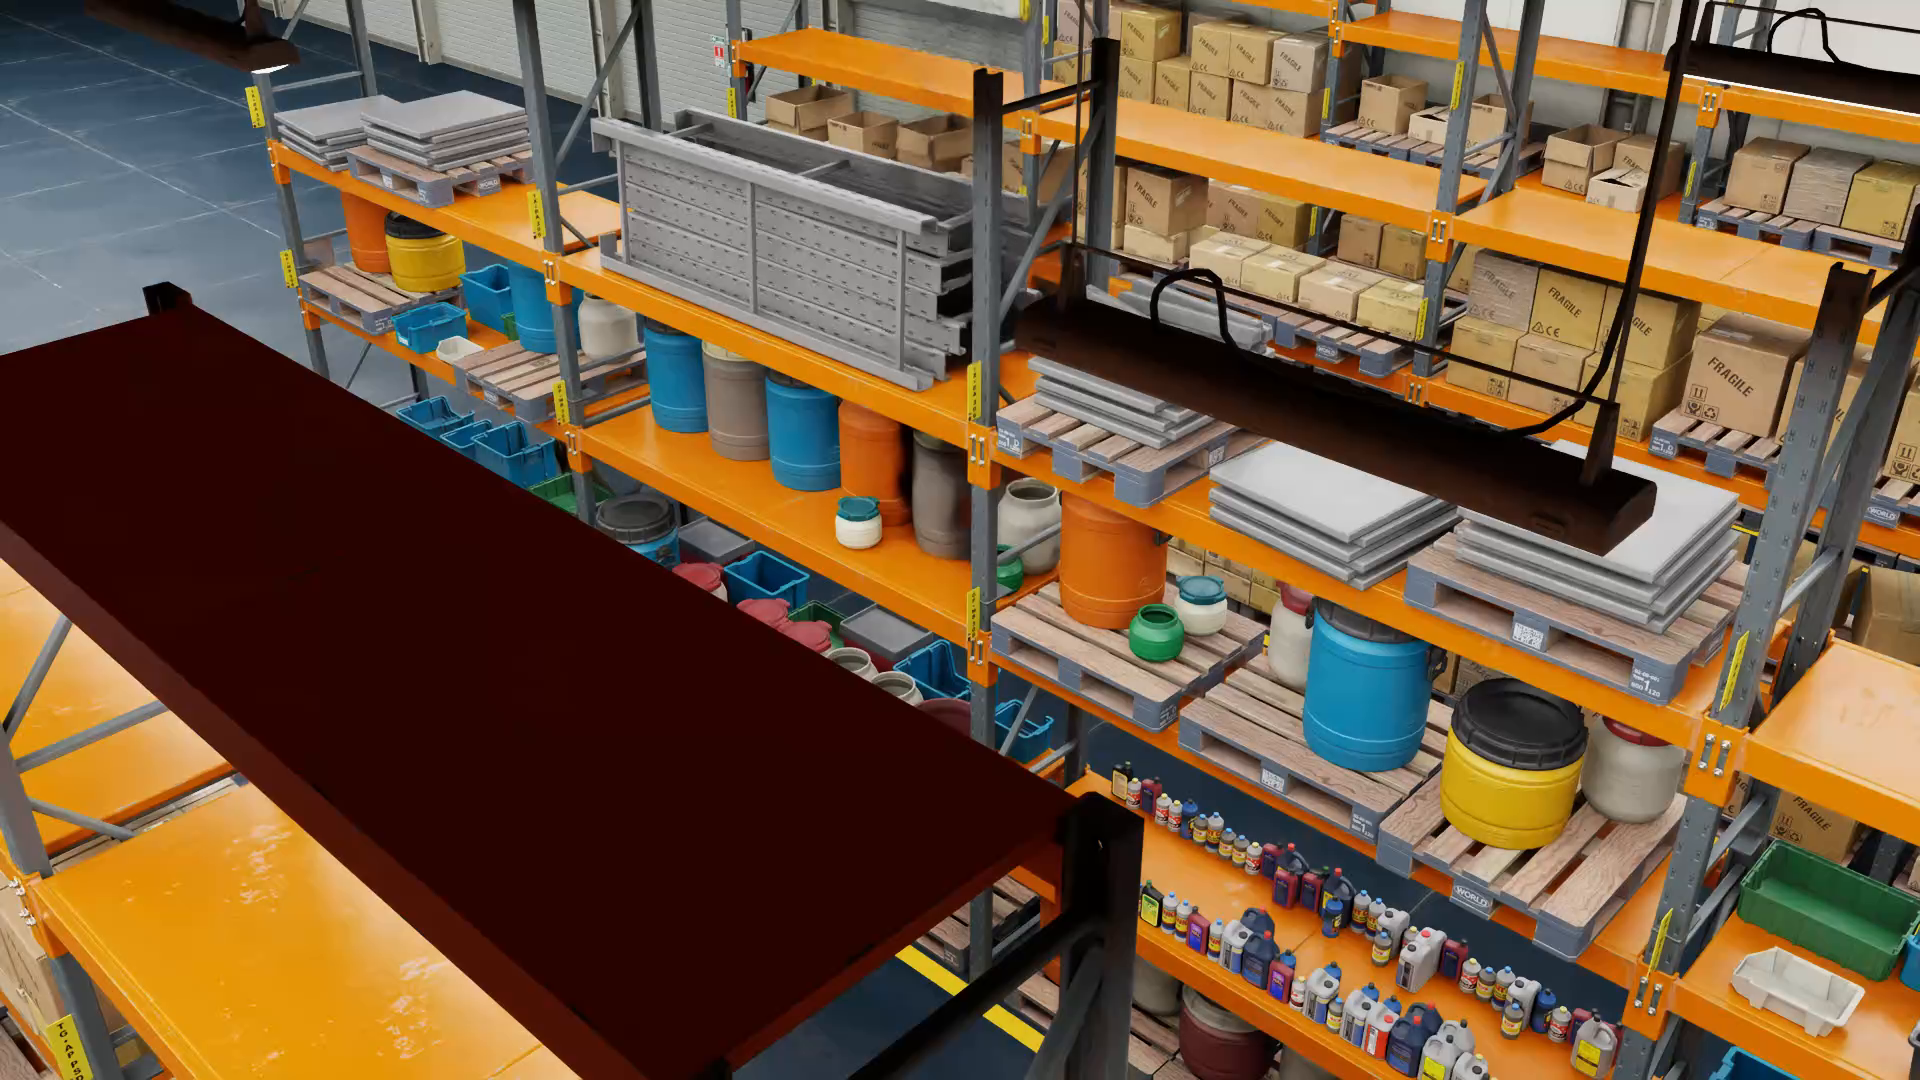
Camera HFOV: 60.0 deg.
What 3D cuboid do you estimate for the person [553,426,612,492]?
[{"bbox_3d":[-3.819,-1.082,16.379,0.829,1.837,0.681,6,30,10],"label":"person"}]
